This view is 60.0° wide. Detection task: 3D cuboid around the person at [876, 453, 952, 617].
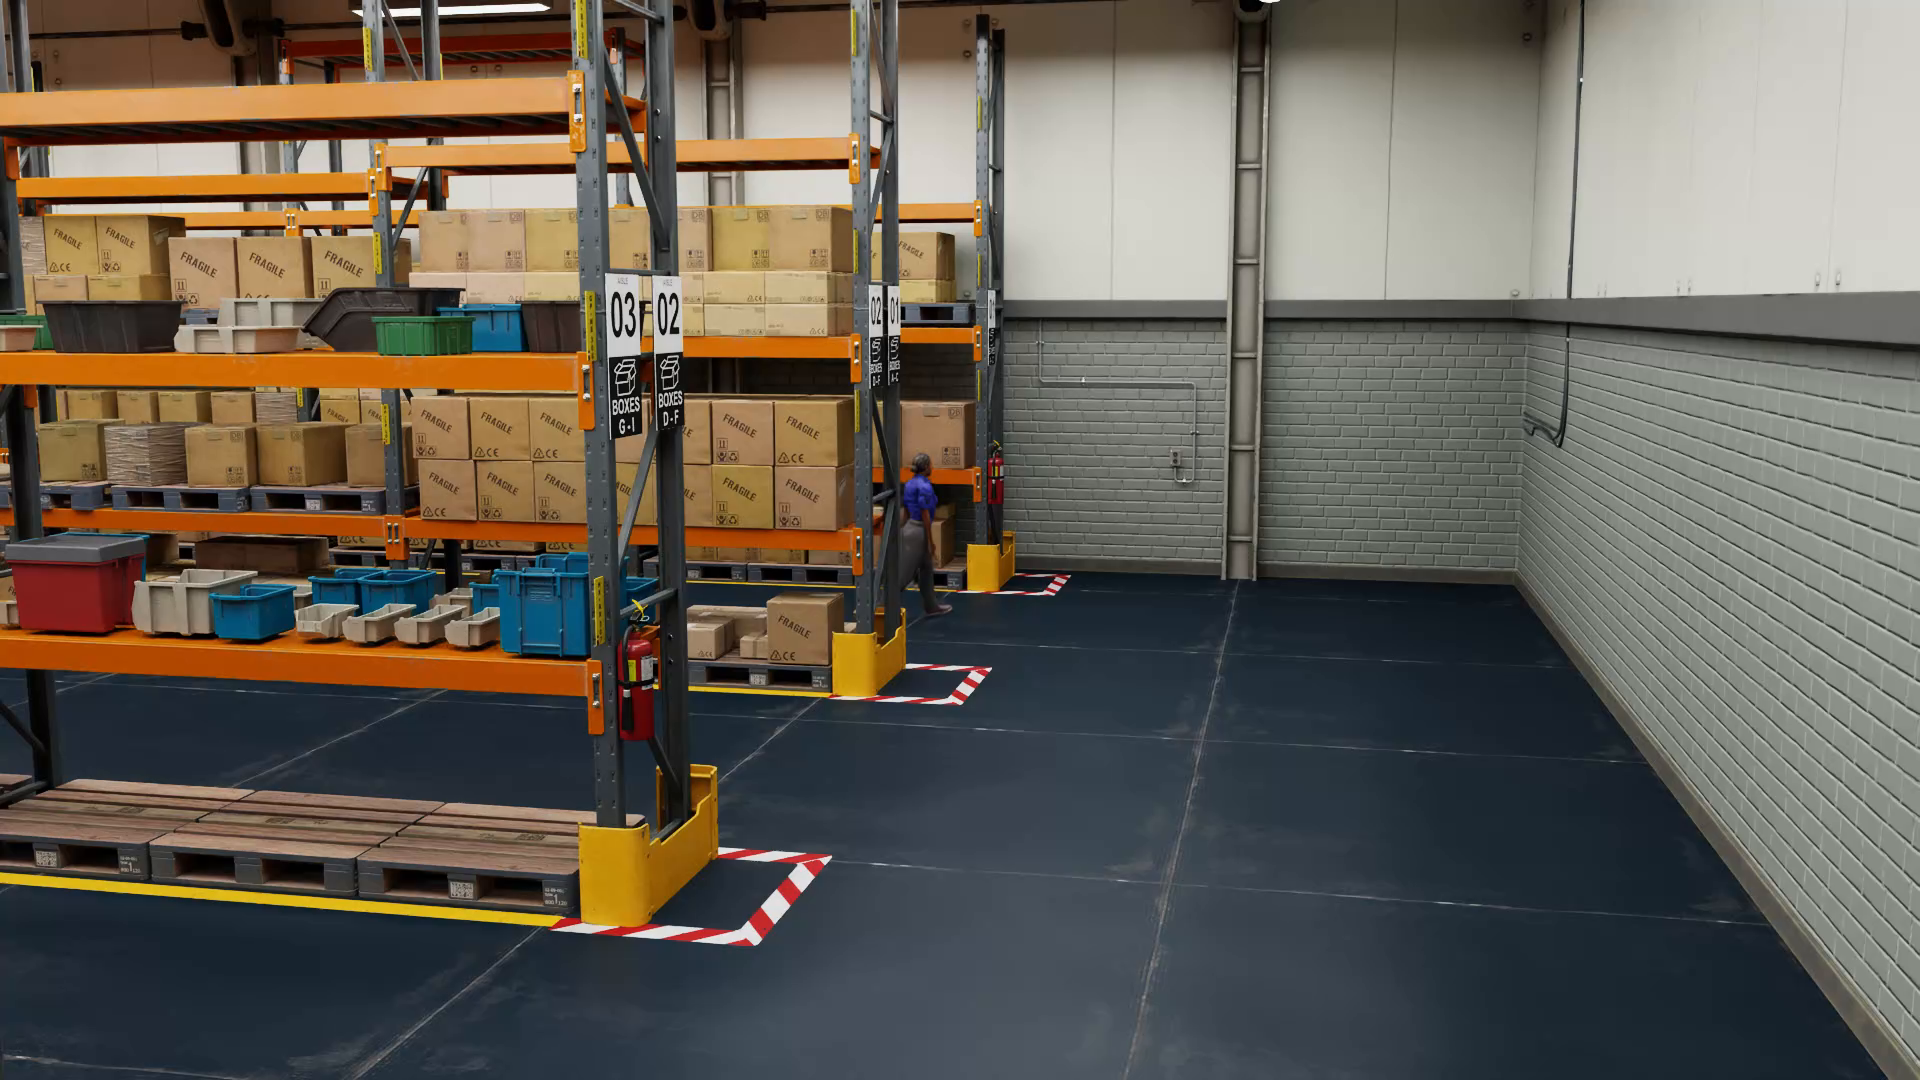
[{"bbox_3d":[-0.434,-0.023,15.997,0.918,1.624,0.544,-3,9,-20],"label":"person"}]
